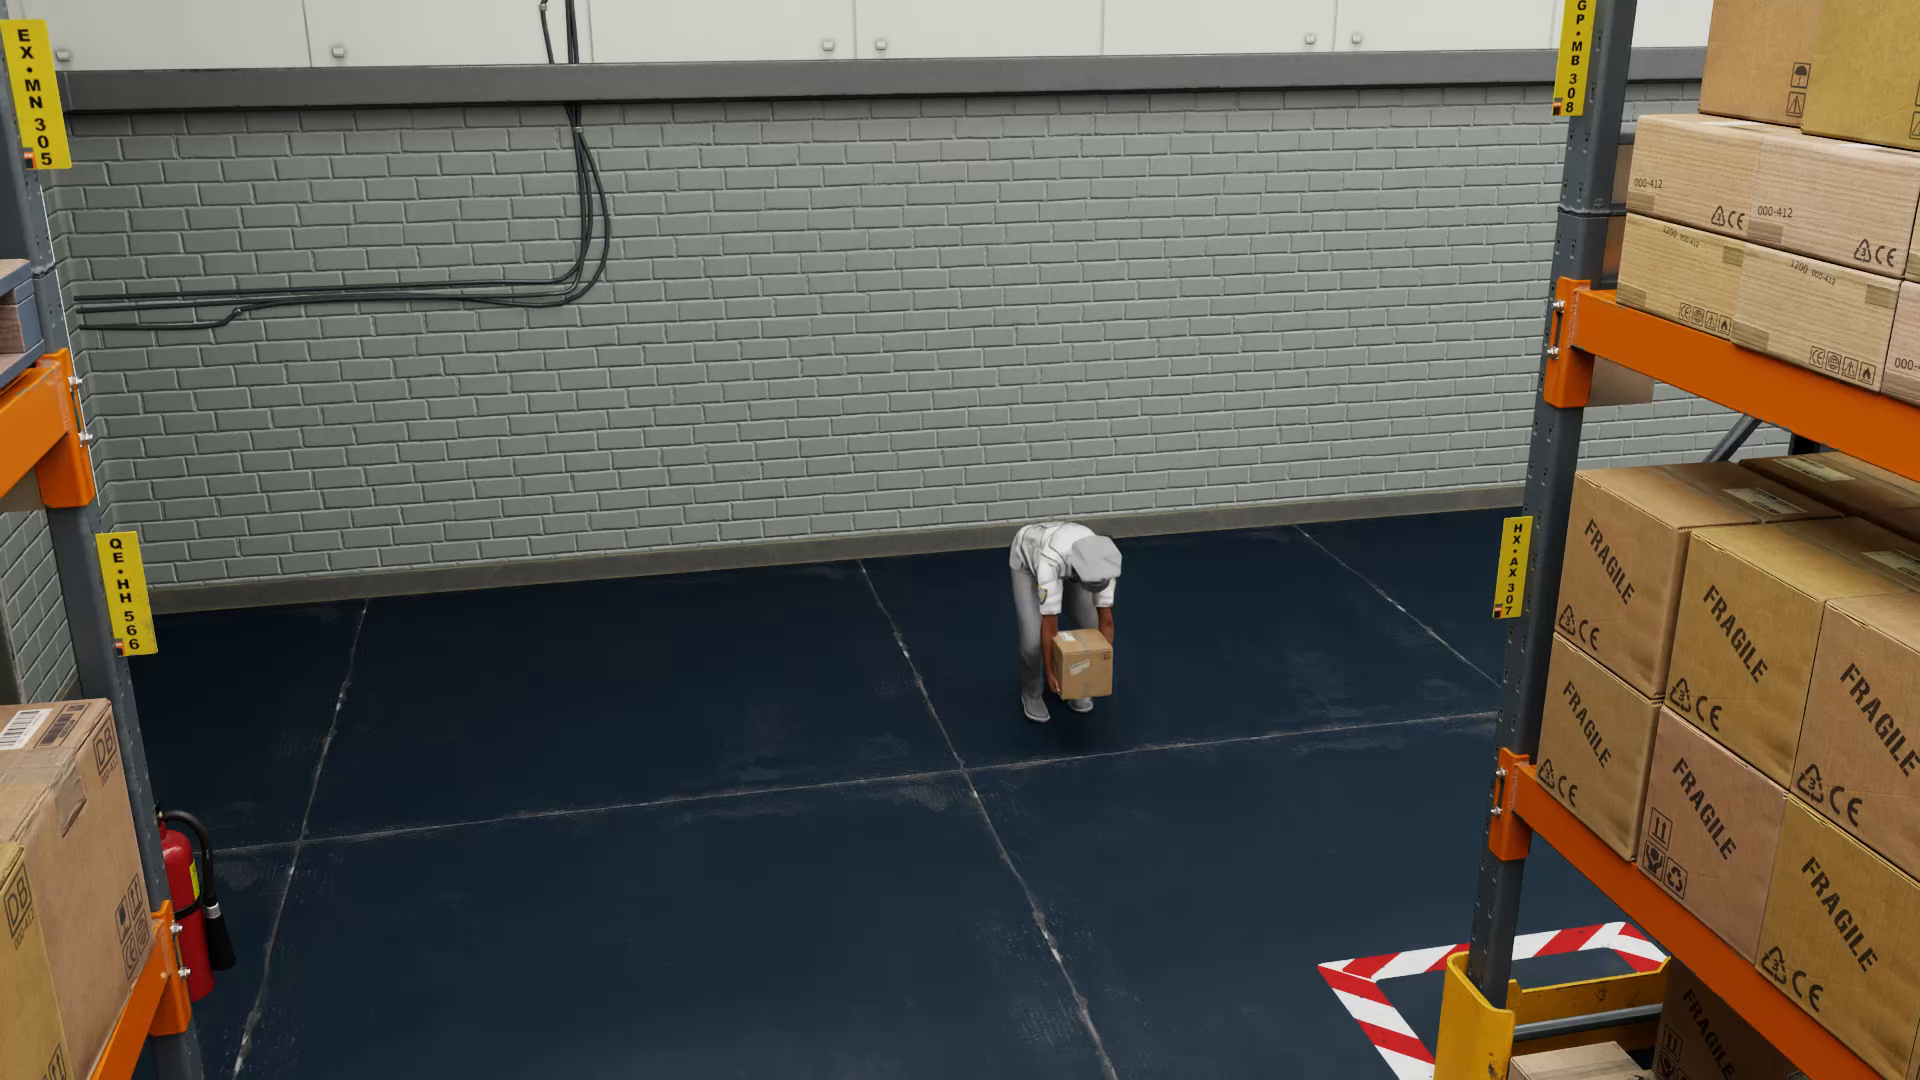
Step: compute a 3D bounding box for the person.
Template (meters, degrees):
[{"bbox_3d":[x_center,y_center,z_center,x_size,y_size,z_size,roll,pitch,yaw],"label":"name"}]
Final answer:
[{"bbox_3d":[0.536,0.405,8.282,0.449,1.101,0.931,-6,20,-15],"label":"person"}]
